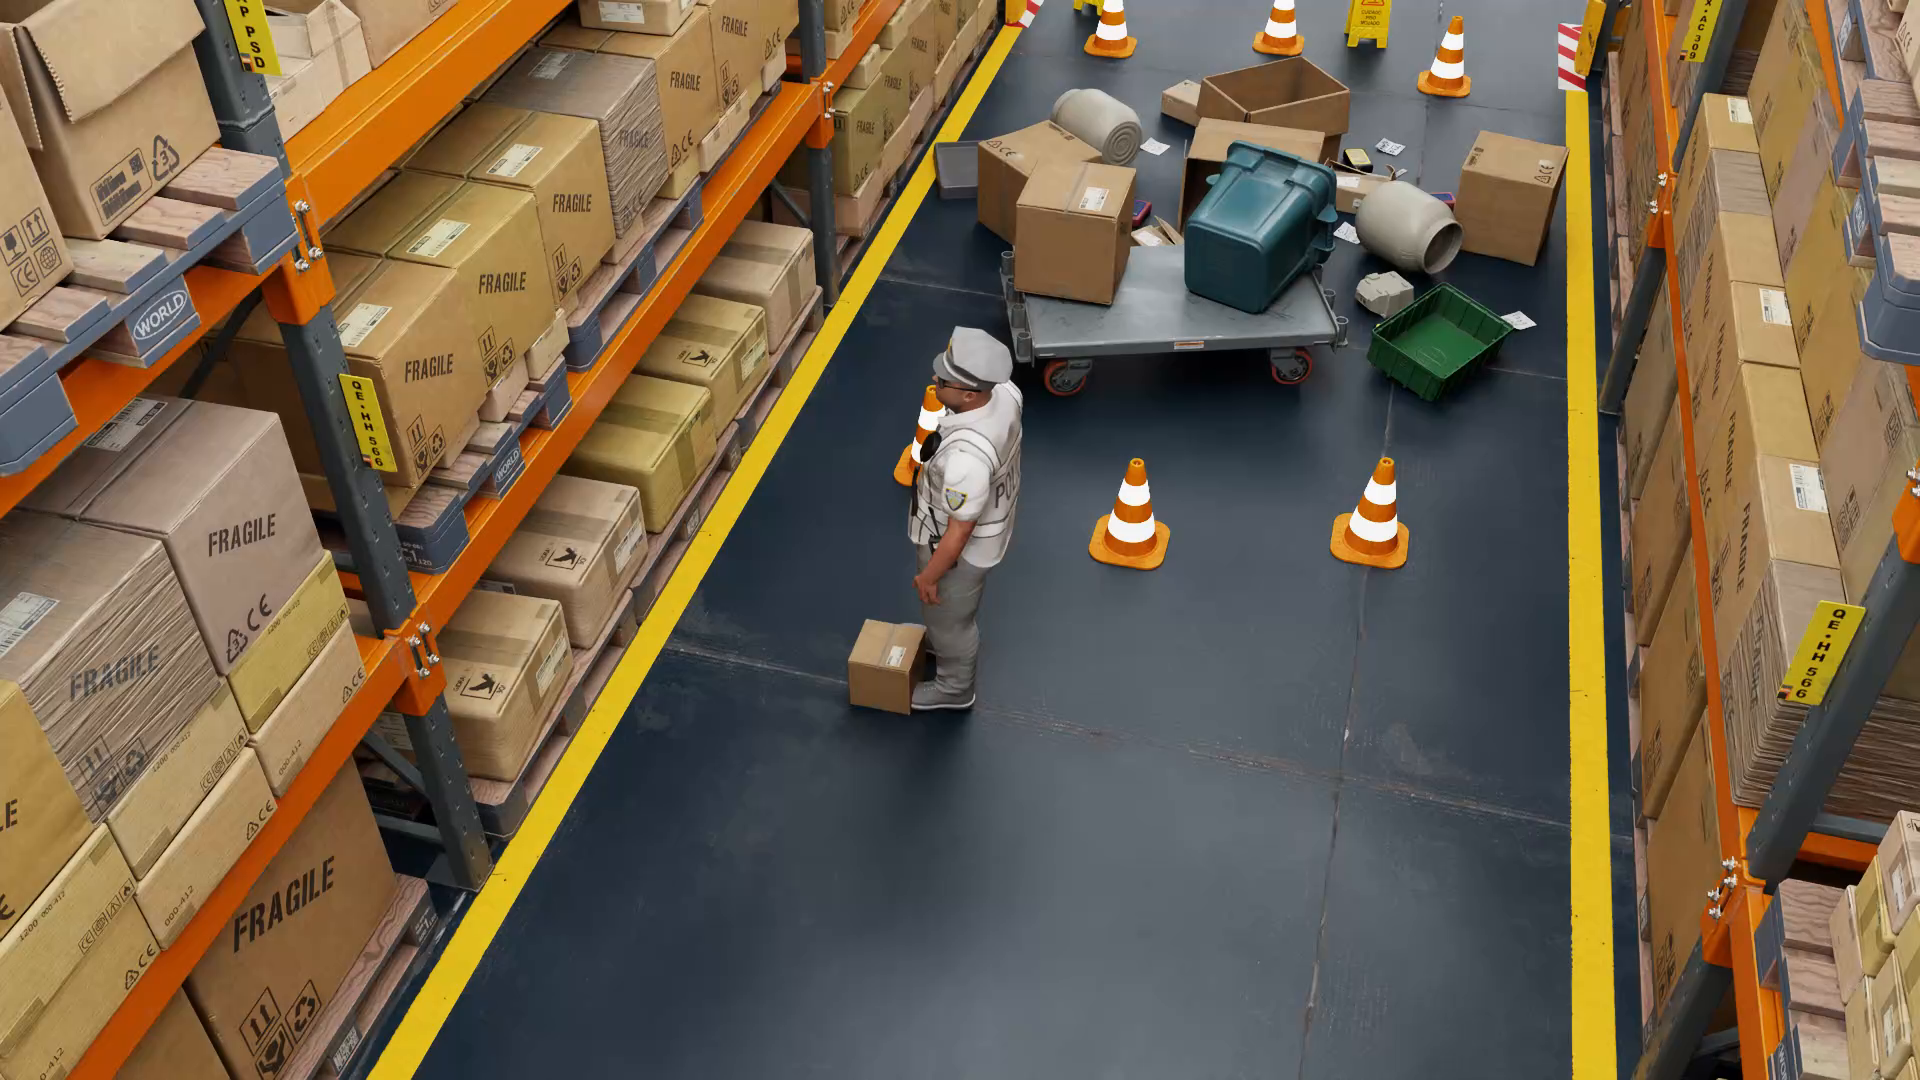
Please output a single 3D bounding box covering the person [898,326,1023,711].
[{"bbox_3d":[-0.076,-0.058,6.182,0.574,1.780,0.640,10,42,11],"label":"person"}]
